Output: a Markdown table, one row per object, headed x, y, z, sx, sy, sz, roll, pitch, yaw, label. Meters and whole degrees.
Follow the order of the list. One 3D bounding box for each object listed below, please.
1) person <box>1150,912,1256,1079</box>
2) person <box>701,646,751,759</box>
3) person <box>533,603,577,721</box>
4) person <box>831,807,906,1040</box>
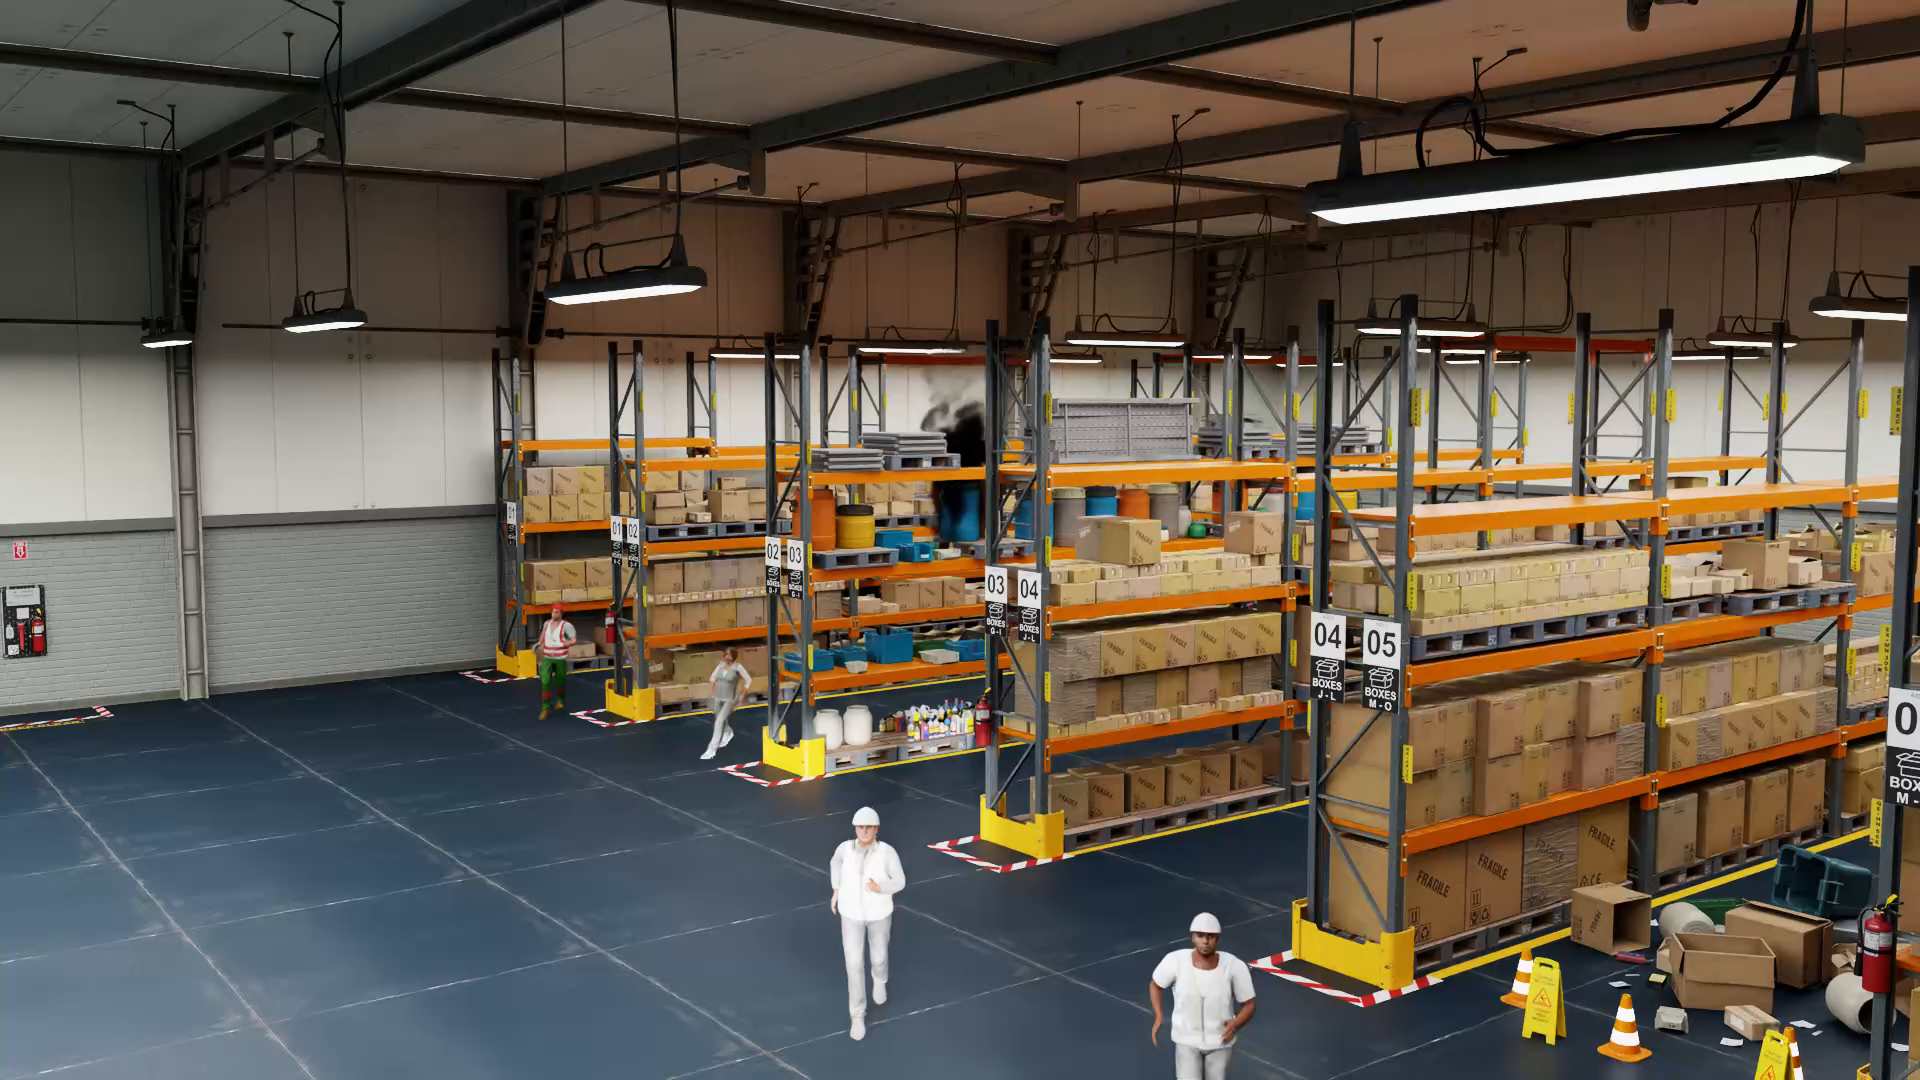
| x | y | z | sx | sy | sz | roll | pitch | yaw | label |
| --- | --- | --- | --- | --- | --- | --- | --- | --- | --- |
| 1.613 | 3.341 | 11.043 | 0.703 | 1.730 | 0.585 | 1 | 5 | 6 | person |
| -3.321 | 2.290 | 23.692 | 0.605 | 1.567 | 0.876 | 2 | 6 | 25 | person |
| -6.492 | 1.922 | 26.646 | 0.742 | 1.816 | 0.916 | 0 | 5 | 1 | person |
| -0.759 | 3.056 | 13.623 | 0.645 | 1.779 | 0.953 | 0 | 5 | 3 | person |
